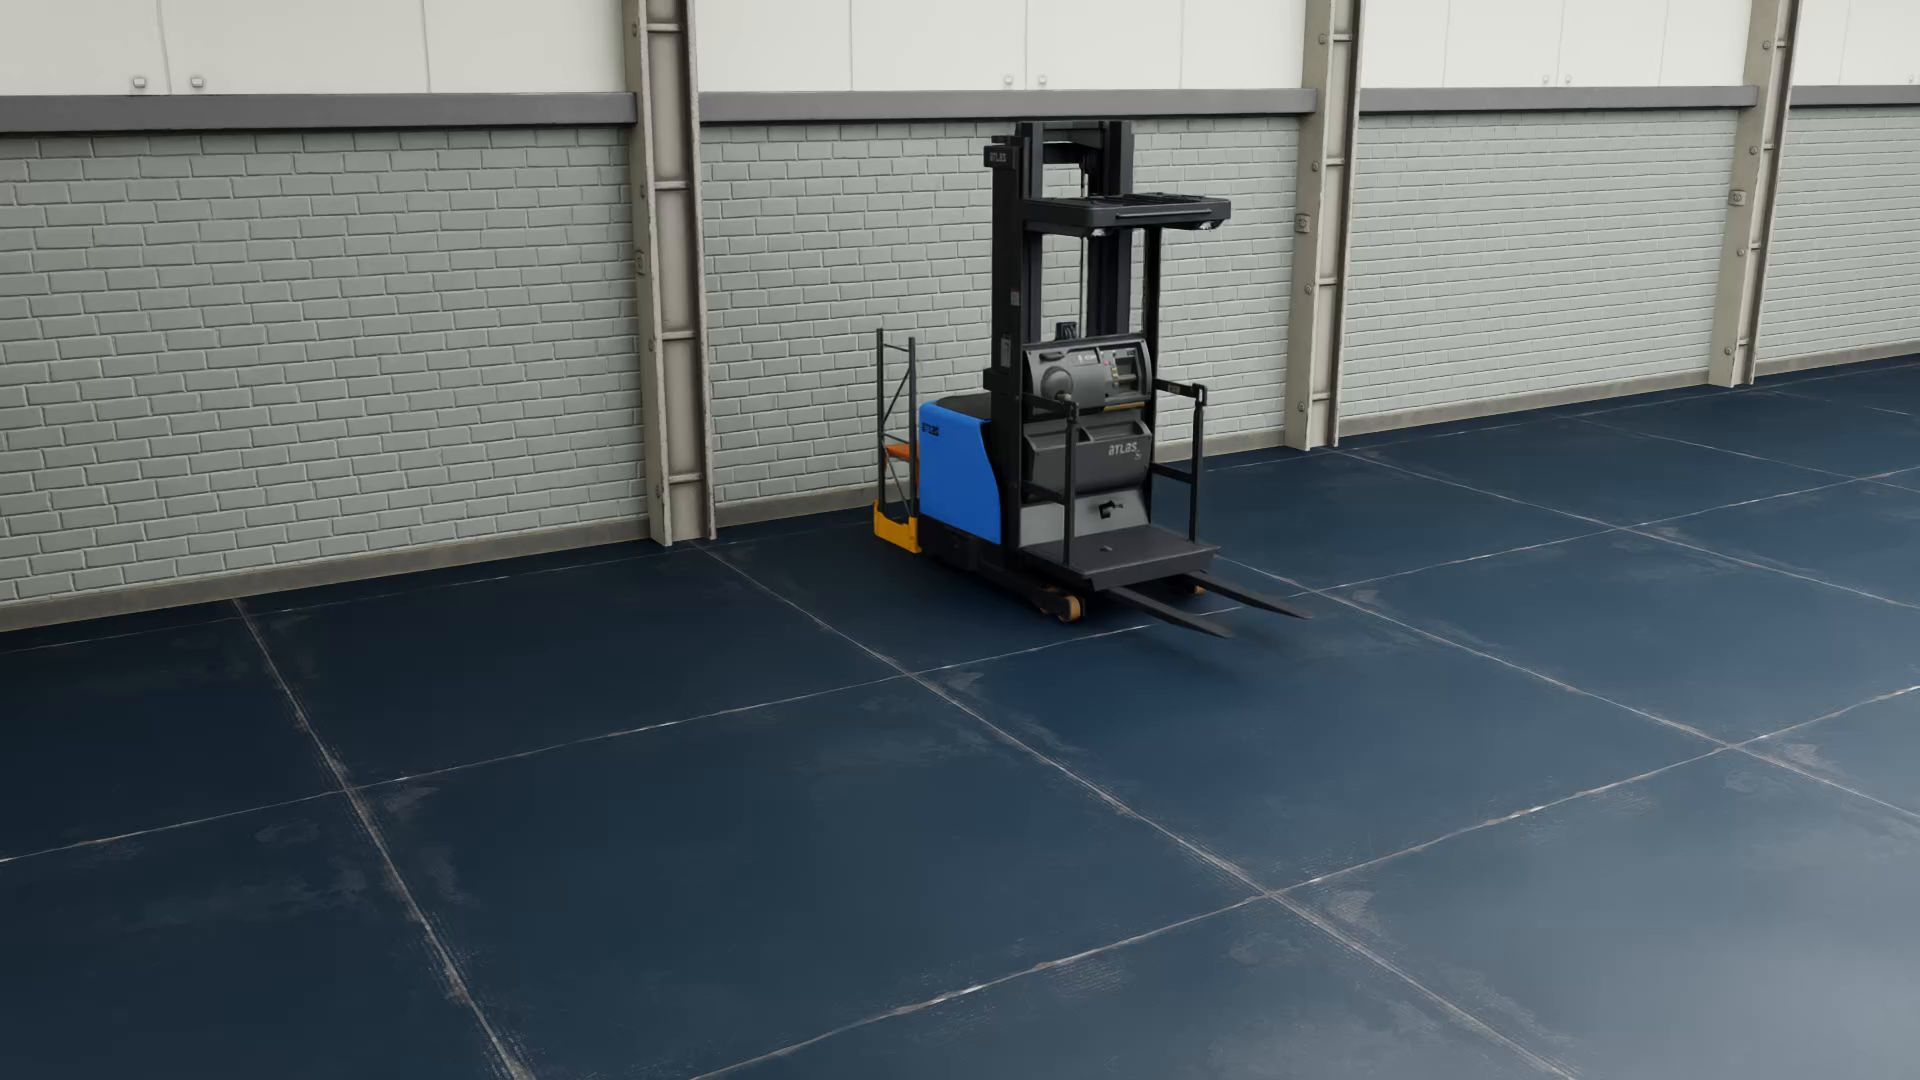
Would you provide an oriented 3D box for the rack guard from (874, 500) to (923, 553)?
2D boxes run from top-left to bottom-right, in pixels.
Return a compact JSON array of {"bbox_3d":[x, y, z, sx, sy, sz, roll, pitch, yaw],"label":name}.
[{"bbox_3d":[-0.442,-0.104,11.818,0.087,0.250,0.587,-9,18,-30],"label":"rack guard"}]

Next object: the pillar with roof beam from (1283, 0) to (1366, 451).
[{"bbox_3d":[5.365,-4.189,10.181,0.400,9.000,9.100,-9,18,-30],"label":"pillar with roof beam"}]

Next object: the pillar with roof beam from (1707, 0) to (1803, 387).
[{"bbox_3d":[10.508,-5.023,13.157,0.400,9.000,9.100,-9,18,-30],"label":"pillar with roof beam"}]

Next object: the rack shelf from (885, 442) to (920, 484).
[{"bbox_3d":[-0.010,-0.604,11.953,1.000,0.185,0.538,-9,18,-30],"label":"rack shelf"}]

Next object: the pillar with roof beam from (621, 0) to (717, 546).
[{"bbox_3d":[0.222,-3.355,7.206,0.400,9.000,9.100,-9,18,-30],"label":"pillar with roof beam"}]

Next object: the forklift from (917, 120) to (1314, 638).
[{"bbox_3d":[0.928,-1.052,10.233,1.130,2.935,3.031,-10,18,-31],"label":"forklift"}]

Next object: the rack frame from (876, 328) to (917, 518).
[{"bbox_3d":[-0.443,-0.706,11.649,0.032,1.500,0.500,-9,18,-30],"label":"rack frame"}]

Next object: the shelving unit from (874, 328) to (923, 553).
[{"bbox_3d":[-0.018,-0.776,11.900,1.083,1.500,0.587,-9,18,-30],"label":"shelving unit"}]
